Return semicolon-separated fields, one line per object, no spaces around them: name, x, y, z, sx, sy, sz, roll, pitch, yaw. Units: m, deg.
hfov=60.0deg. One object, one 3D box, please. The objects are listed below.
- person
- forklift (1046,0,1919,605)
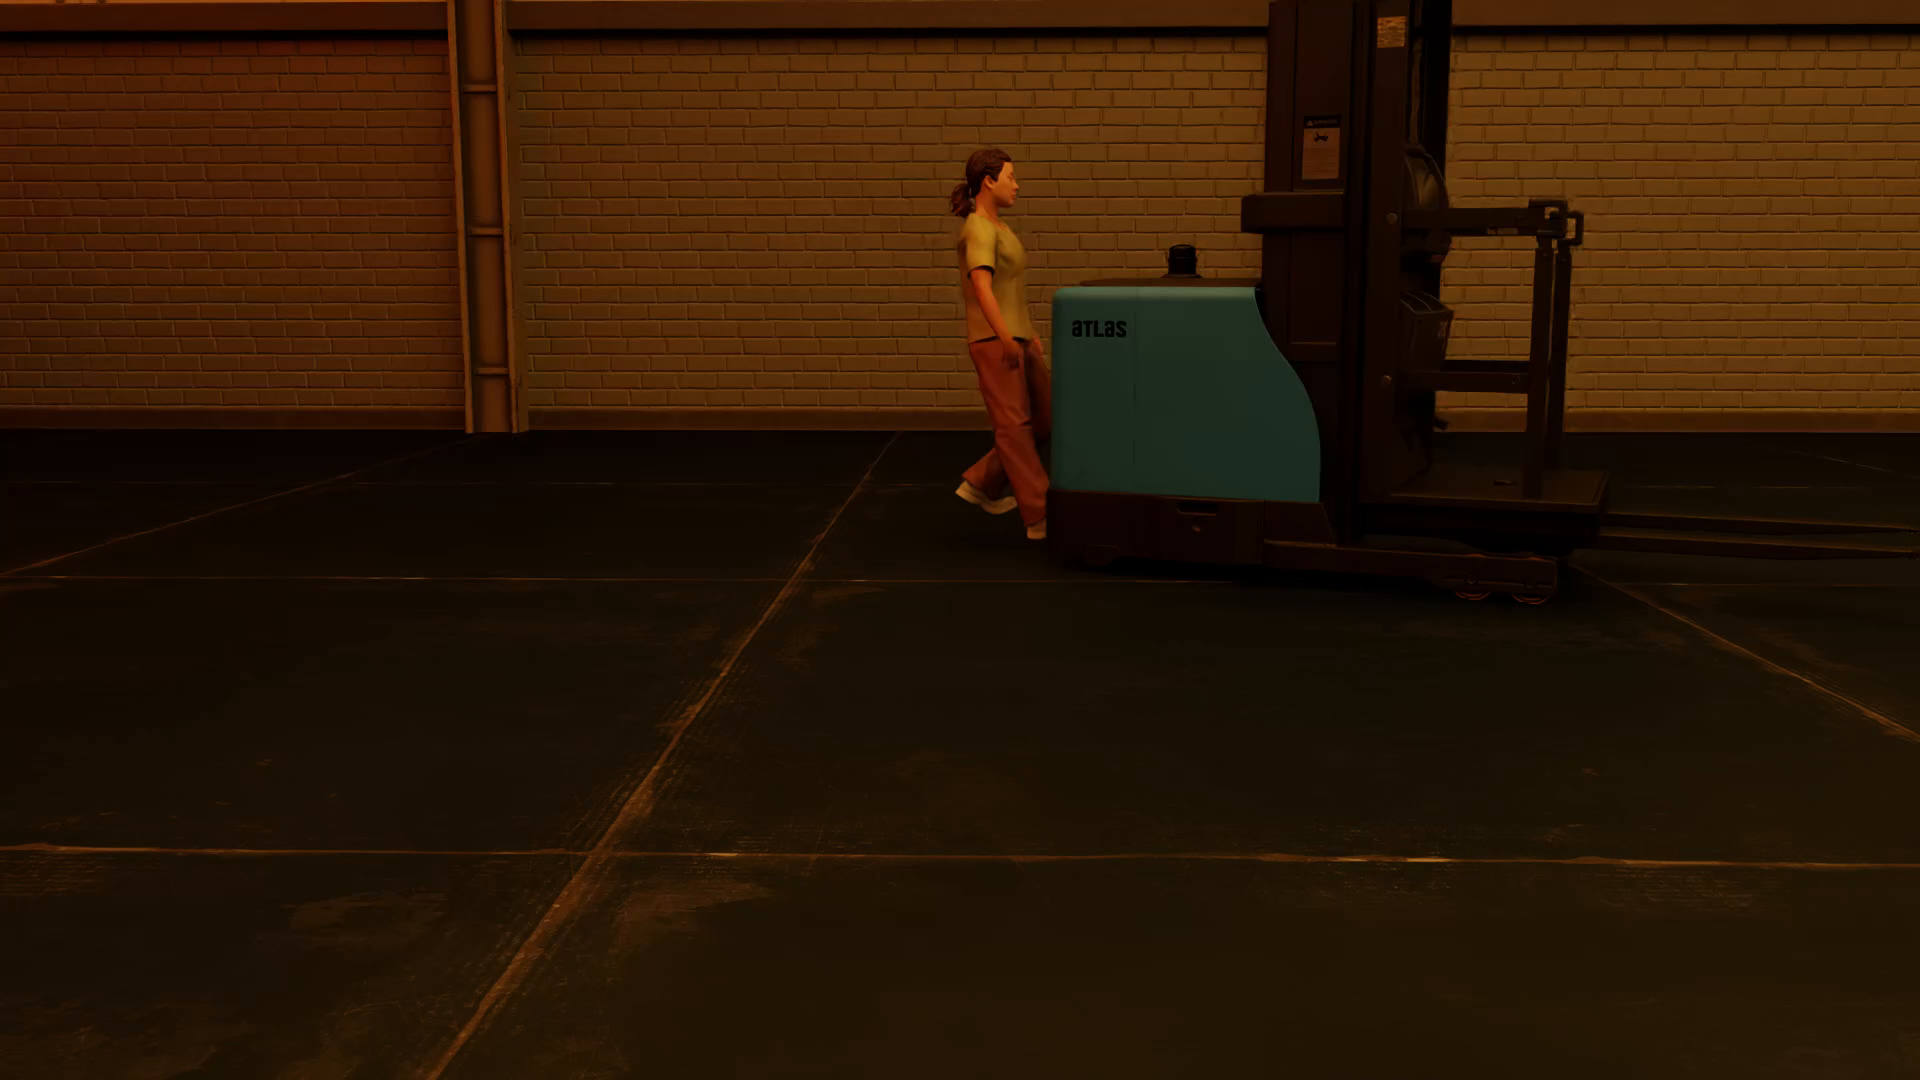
person;0.299;-0.841;7.054;0.704;1.610;0.634;2;9;16
forklift;1.898;-1.317;6.044;3.031;2.935;1.130;4;9;23
